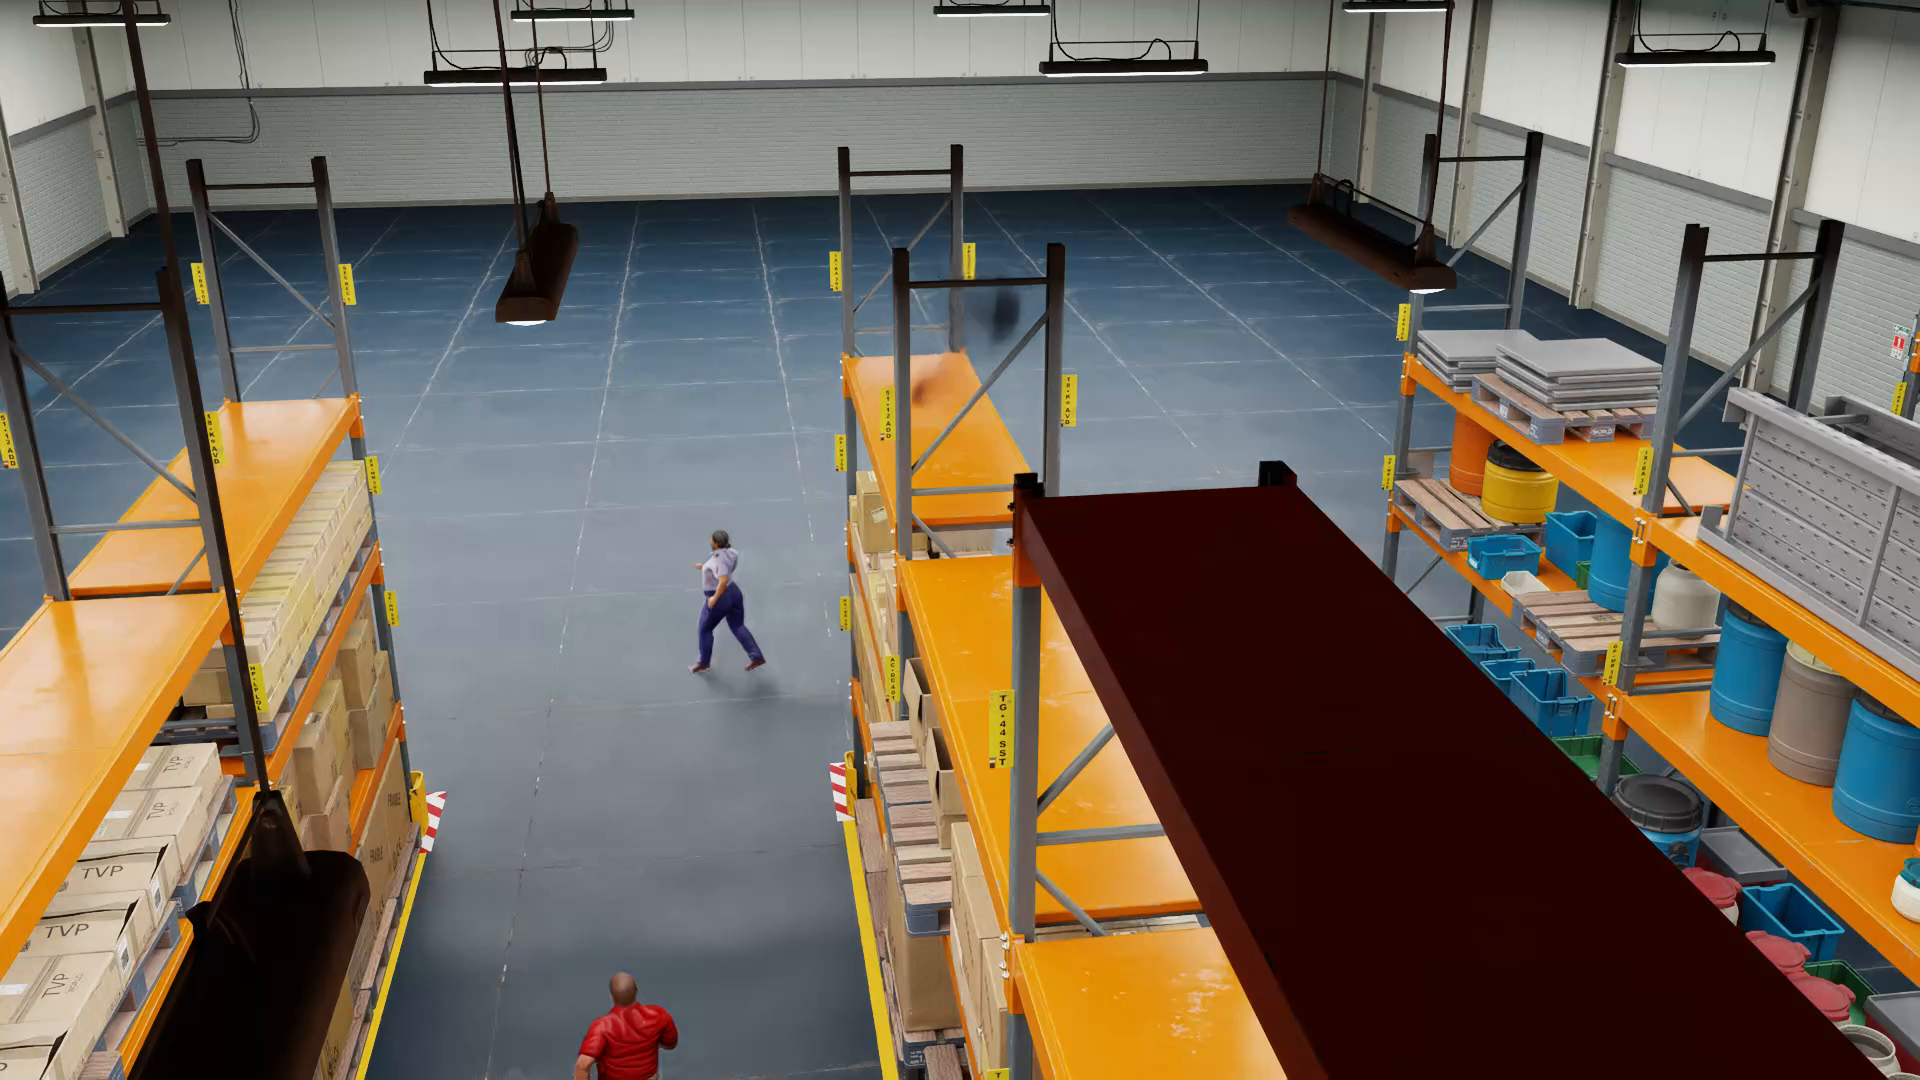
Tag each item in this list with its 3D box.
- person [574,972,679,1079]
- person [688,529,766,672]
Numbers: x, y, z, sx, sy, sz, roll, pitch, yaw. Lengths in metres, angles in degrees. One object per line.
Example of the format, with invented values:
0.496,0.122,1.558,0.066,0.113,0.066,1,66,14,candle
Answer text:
-2.080,3.511,10.462,0.693,1.723,0.832,-8,23,-20,person
-2.513,0.674,17.670,0.877,1.676,0.595,12,25,27,person
